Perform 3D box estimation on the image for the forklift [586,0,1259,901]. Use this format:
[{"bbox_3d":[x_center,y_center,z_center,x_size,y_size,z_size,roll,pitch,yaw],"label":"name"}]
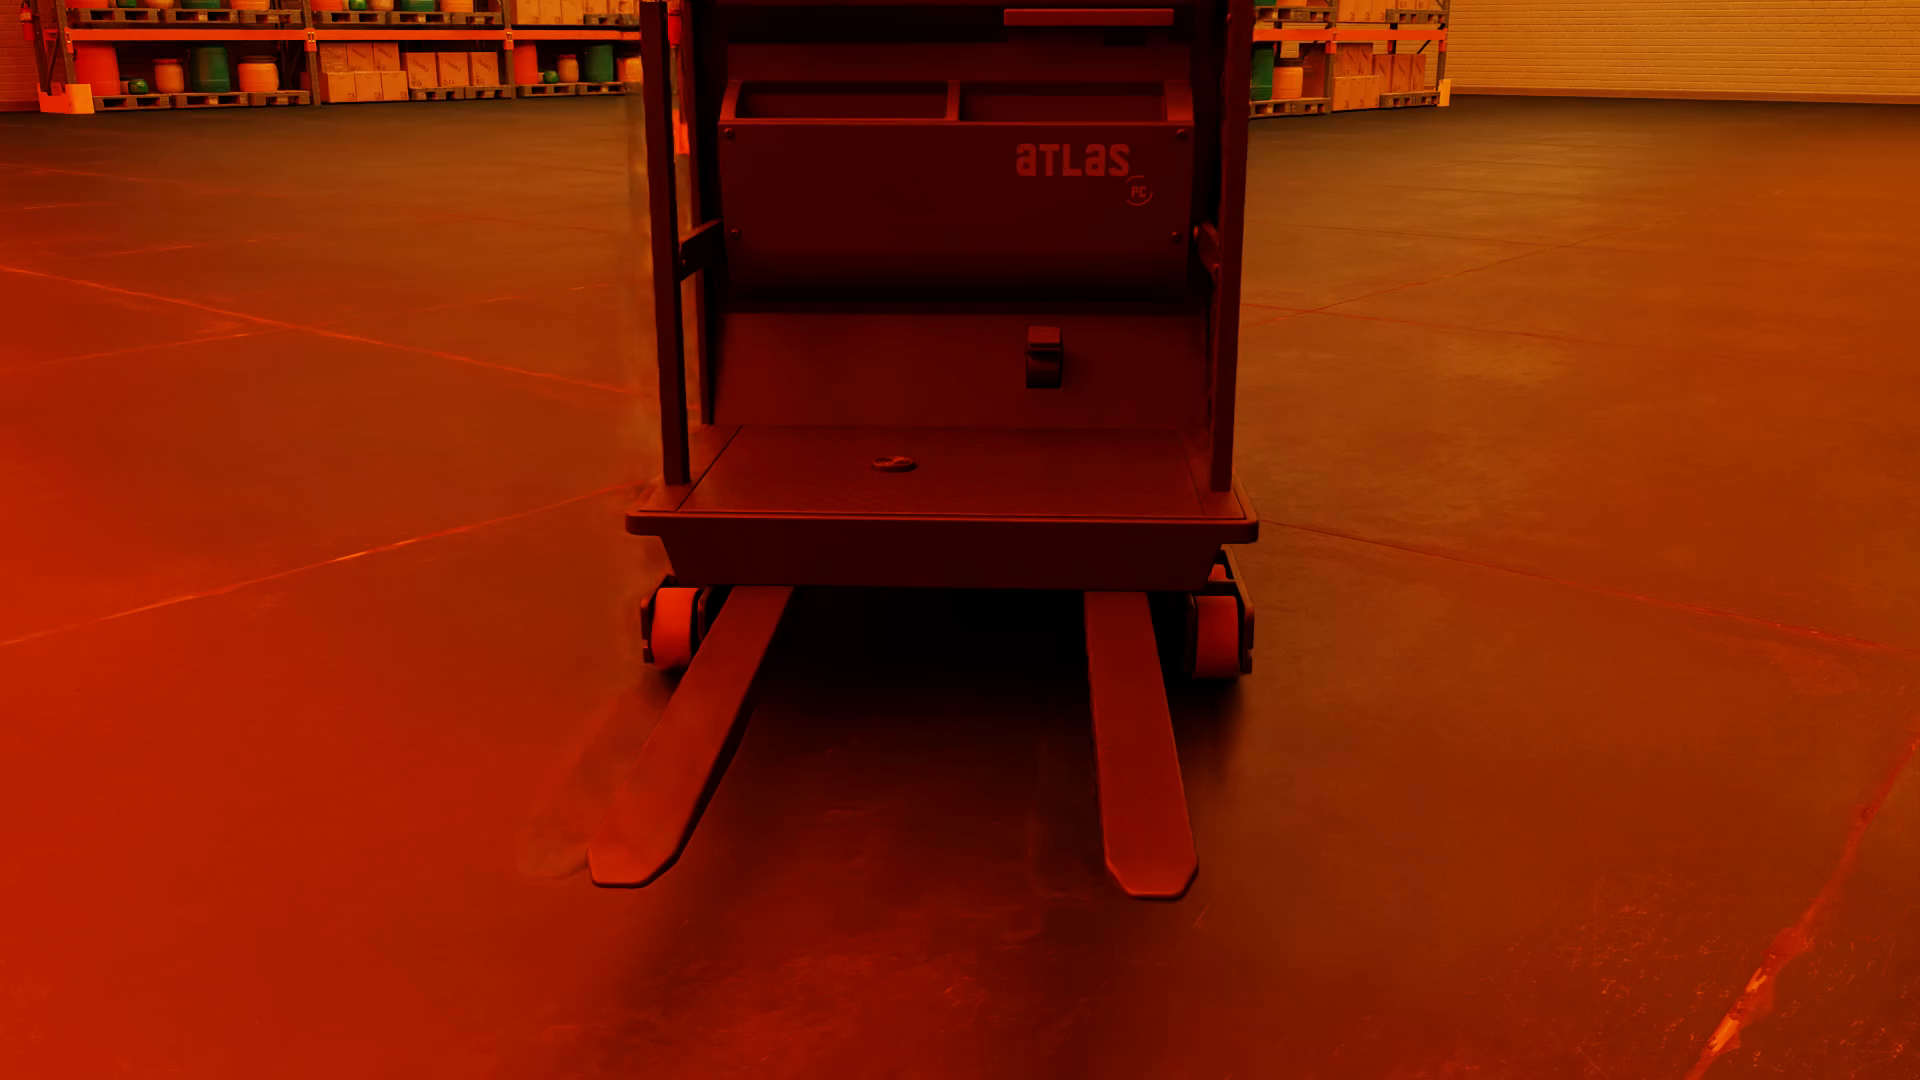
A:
[{"bbox_3d":[-0.014,-1.234,2.962,1.130,2.935,3.031,1,17,3],"label":"forklift"}]
